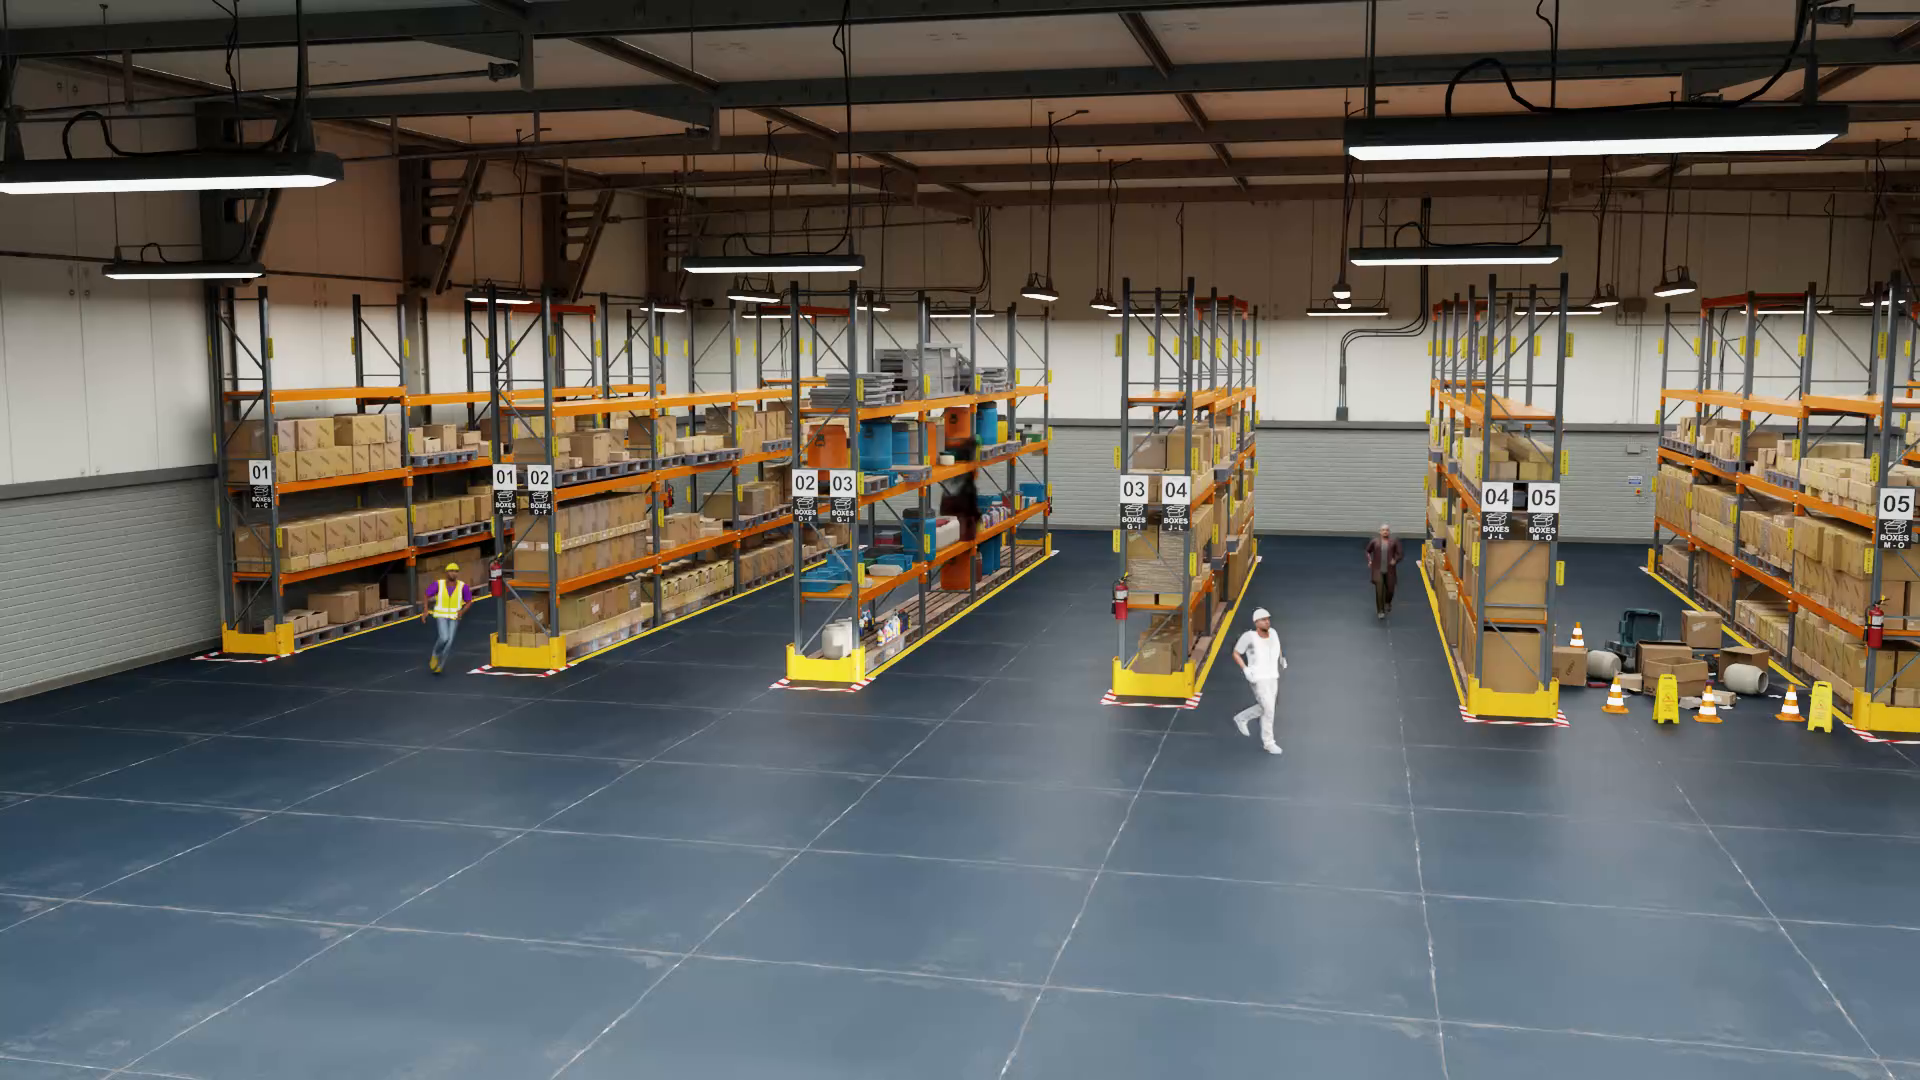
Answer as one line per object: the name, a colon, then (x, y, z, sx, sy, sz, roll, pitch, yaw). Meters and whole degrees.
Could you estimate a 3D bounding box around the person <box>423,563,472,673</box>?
person: (-7.889, 1.209, 25.657, 0.736, 1.697, 0.613, -3, 7, -26)

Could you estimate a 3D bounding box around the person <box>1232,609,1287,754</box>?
person: (3.770, 1.739, 20.879, 0.673, 1.779, 0.837, -4, 8, -34)

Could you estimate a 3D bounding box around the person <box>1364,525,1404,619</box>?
person: (7.897, 0.579, 31.021, 0.716, 1.737, 0.836, 2, 7, 14)
